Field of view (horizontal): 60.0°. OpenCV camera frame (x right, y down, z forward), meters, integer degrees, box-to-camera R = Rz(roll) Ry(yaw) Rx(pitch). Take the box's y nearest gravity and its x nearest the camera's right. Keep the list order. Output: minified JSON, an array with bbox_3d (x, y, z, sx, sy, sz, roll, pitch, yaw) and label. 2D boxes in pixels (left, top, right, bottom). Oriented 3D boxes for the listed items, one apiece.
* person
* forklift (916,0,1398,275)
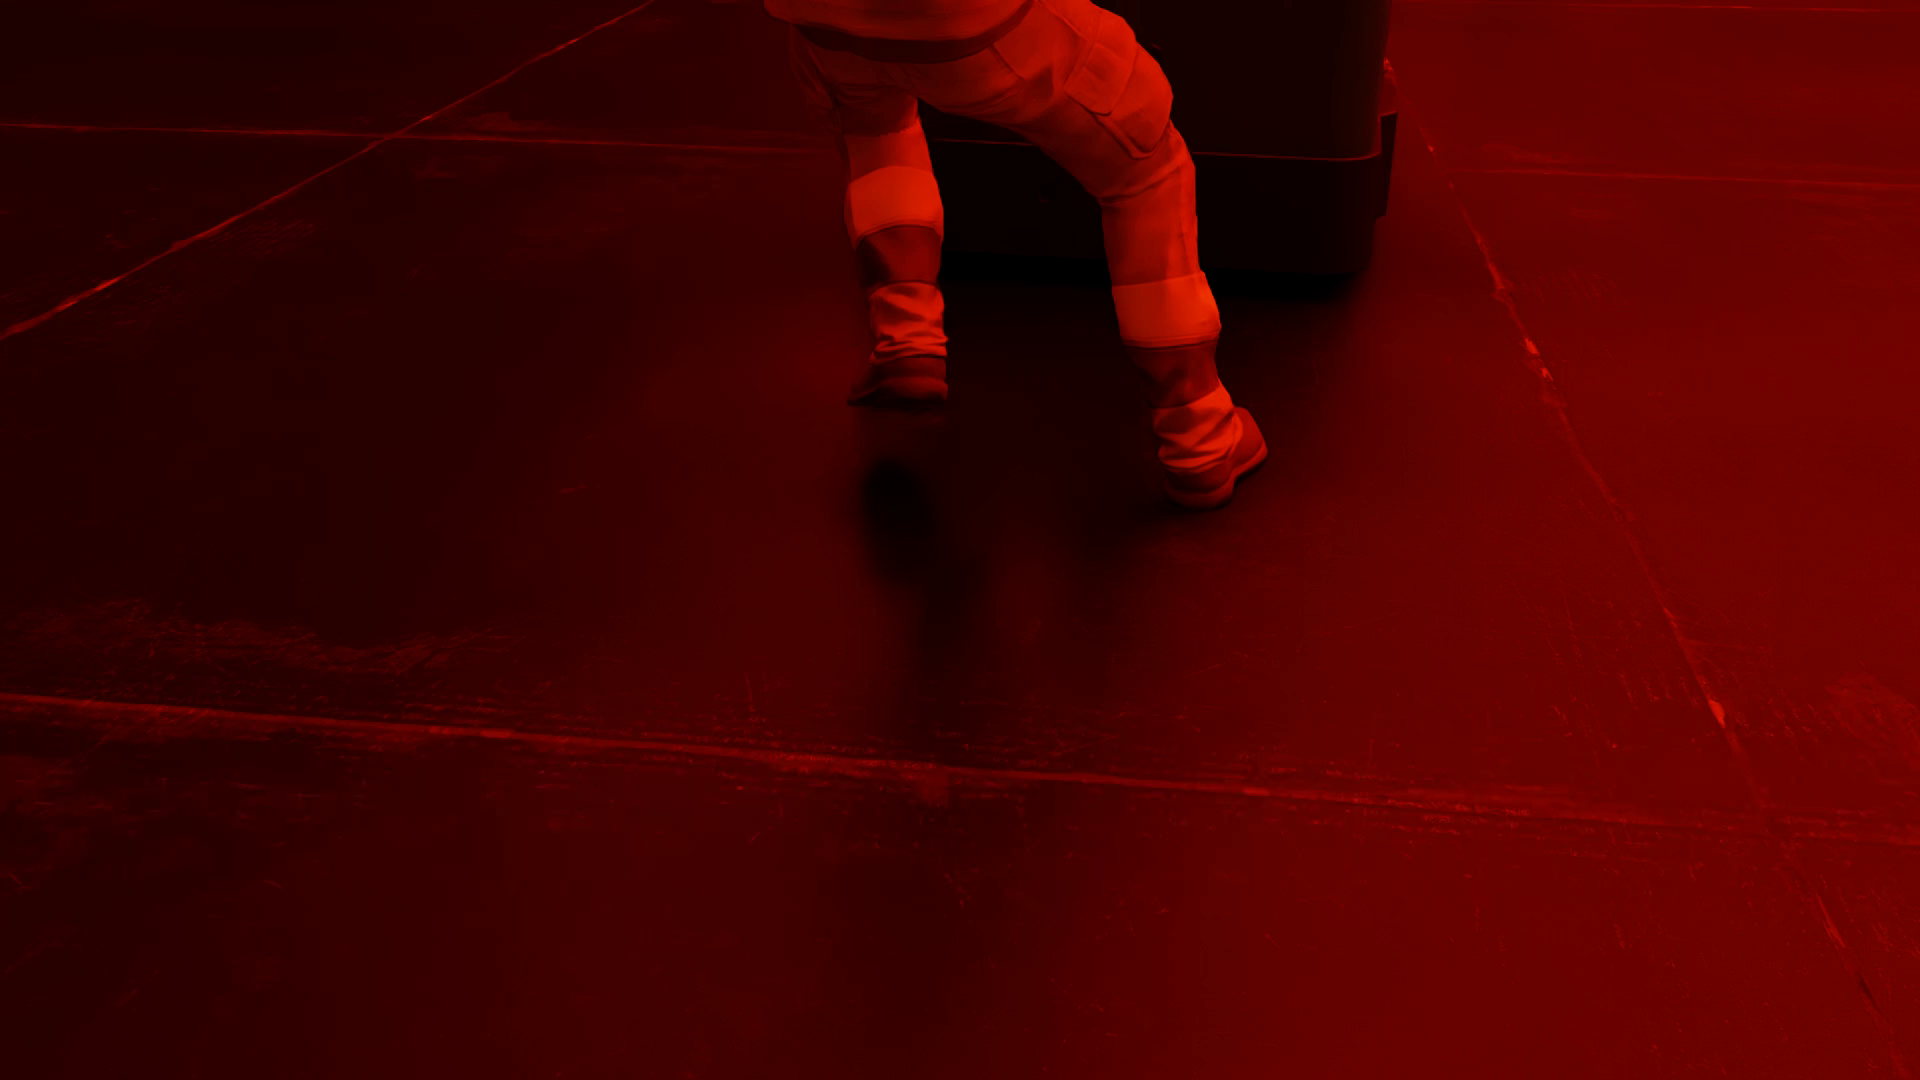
[{"bbox_3d":[0.040,-0.854,2.398,0.863,1.627,0.688,11,29,21],"label":"person"},{"bbox_3d":[0.652,-2.495,4.218,1.130,2.935,3.031,6,27,11],"label":"forklift"}]
